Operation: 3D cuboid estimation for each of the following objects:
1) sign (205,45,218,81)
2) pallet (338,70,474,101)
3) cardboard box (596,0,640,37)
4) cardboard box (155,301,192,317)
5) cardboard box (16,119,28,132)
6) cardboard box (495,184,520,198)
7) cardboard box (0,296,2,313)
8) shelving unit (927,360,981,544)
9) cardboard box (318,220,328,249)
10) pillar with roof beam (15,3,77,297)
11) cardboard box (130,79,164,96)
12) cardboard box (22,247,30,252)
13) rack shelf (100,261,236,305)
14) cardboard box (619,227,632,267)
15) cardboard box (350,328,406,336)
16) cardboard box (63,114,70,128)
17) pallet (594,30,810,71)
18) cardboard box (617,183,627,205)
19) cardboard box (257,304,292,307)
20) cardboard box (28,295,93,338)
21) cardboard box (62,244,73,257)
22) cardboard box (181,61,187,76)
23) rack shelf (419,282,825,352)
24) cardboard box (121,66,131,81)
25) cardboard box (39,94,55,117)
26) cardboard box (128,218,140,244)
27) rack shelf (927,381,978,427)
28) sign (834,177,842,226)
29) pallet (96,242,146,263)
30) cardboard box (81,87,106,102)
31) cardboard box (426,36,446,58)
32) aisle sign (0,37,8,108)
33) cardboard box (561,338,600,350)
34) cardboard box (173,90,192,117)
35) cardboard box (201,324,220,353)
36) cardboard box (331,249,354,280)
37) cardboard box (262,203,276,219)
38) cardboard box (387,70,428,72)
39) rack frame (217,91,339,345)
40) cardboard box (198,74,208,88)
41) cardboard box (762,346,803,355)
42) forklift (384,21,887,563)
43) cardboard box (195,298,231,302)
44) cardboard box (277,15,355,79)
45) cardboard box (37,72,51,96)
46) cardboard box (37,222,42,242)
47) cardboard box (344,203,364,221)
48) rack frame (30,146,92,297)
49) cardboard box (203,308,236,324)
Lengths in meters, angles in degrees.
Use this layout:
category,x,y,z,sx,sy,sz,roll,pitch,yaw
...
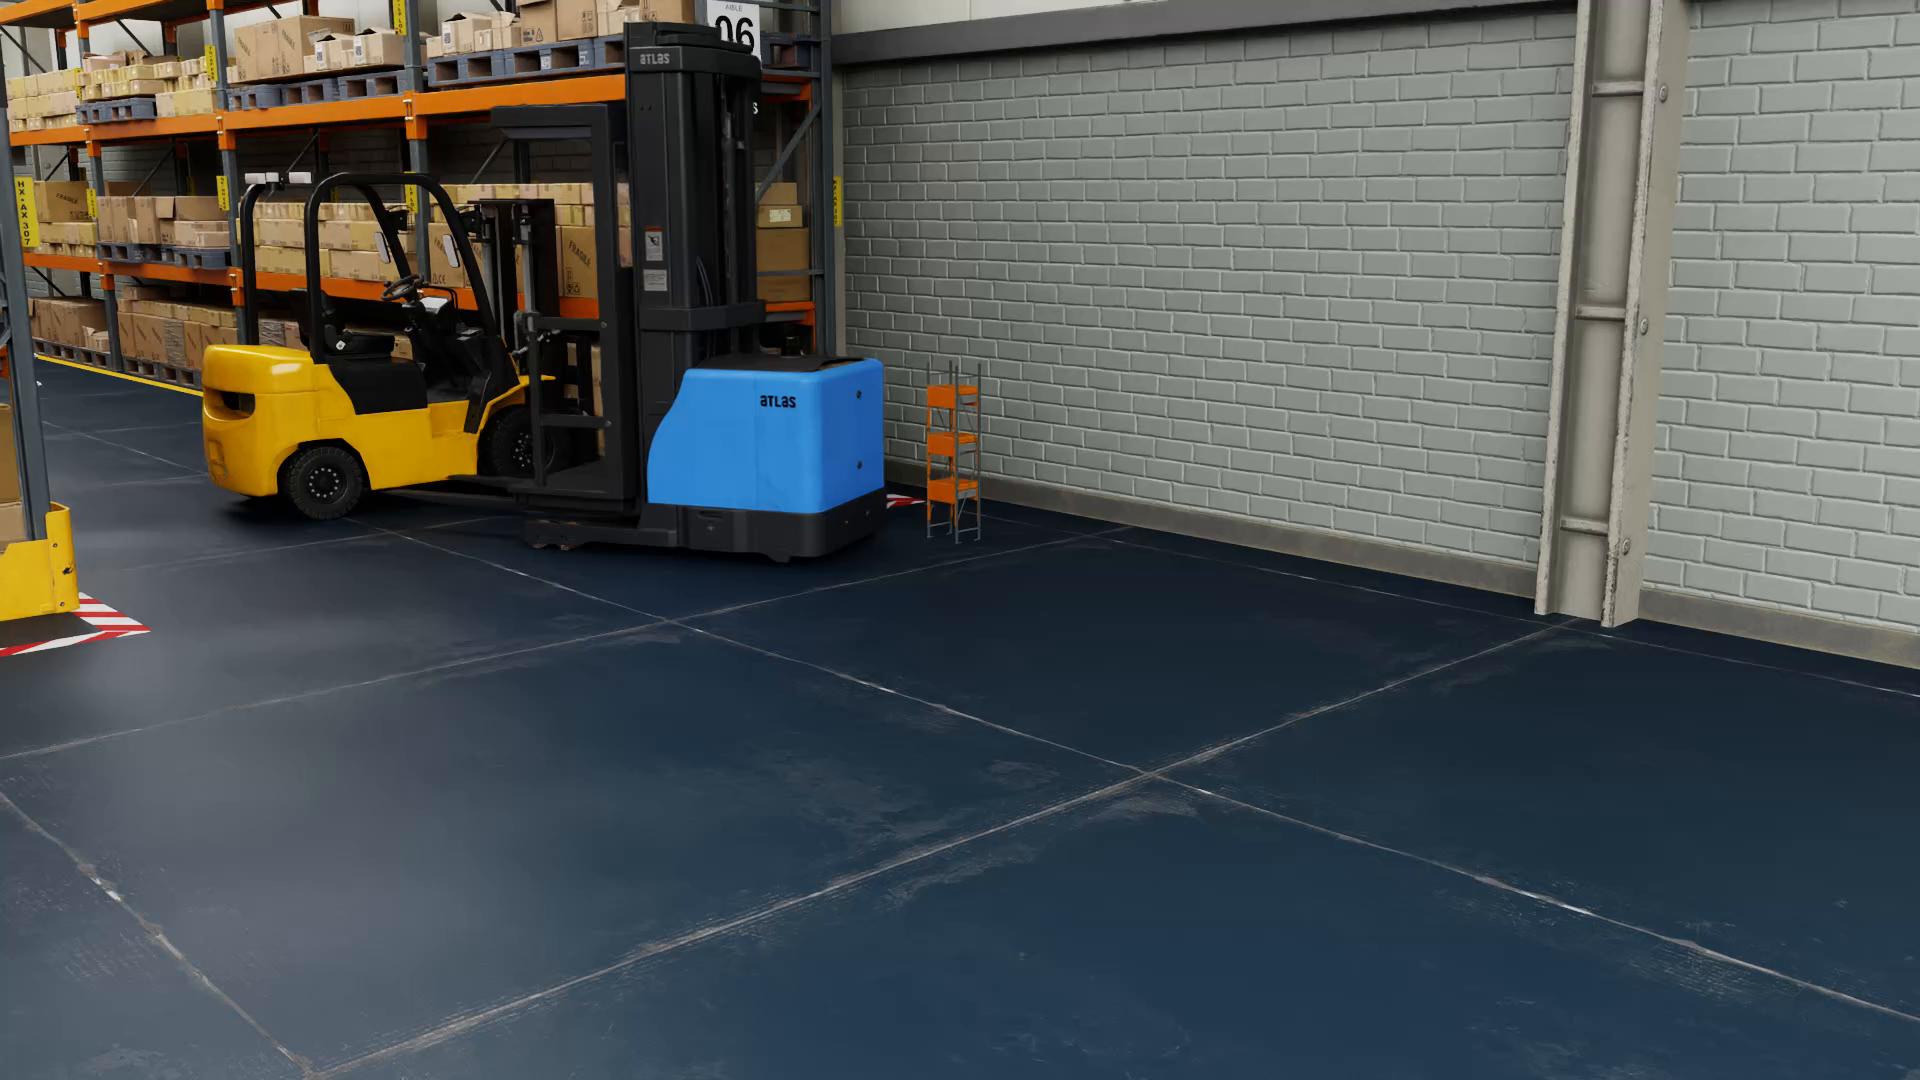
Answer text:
category,x,y,z,sx,sy,sz,roll,pitch,yaw
sign,-7.167,-4.566,15.926,0.100,0.325,0.005,-11,16,-43
pallet,-4.630,-3.838,14.145,1.217,0.209,0.805,11,16,43
cardboard box,-2.216,-3.525,11.199,0.396,0.266,0.258,-11,16,-42
cardboard box,-8.703,-2.567,18.485,0.380,0.149,0.250,-11,16,-43
cardboard box,-11.598,-5.191,20.865,0.380,0.149,0.250,-11,16,-43
cardboard box,-3.275,-2.612,12.564,0.380,0.149,0.250,-11,16,-43
cardboard box,-4.963,-1.362,8.102,0.500,0.500,0.500,-11,16,-43
shelving unit,-0.037,-0.522,9.843,0.215,1.050,0.252,-11,16,-43
cardboard box,-5.579,-2.768,15.048,0.500,0.250,0.500,-11,16,-42
pillar with roof beam,-16.622,-6.944,21.315,9.100,9.000,0.400,-11,16,-43
cardboard box,-8.537,-4.784,17.597,0.380,0.149,0.250,-10,16,-41
cardboard box,-12.061,-3.847,21.771,0.380,0.149,0.250,-10,16,-41
rack shelf,-8.155,-2.859,18.135,1.077,0.370,4.000,-11,16,-43
cardboard box,-2.130,-1.913,11.514,0.500,0.500,0.500,-10,15,-41
cardboard box,-4.910,-1.567,14.927,0.875,0.625,0.625,-11,16,-43
cardboard box,-10.344,-4.937,19.629,0.380,0.149,0.250,-10,15,-41
pallet,-1.718,-3.284,11.204,1.003,0.211,1.213,-11,16,-43
cardboard box,-2.160,-2.399,11.532,0.380,0.149,0.250,-11,16,-42
cardboard box,-7.423,-2.458,17.954,0.250,0.149,0.380,11,16,43
cardboard box,-11.944,-2.967,22.025,0.637,0.503,0.797,11,16,43
cardboard box,-10.690,-3.536,20.263,0.380,0.149,0.250,-11,16,-43
cardboard box,-7.696,-4.792,16.952,0.380,0.149,0.250,-11,16,-43
rack shelf,-2.630,-1.691,12.468,1.077,0.370,4.000,-11,16,-43
cardboard box,-8.707,-4.966,17.745,0.380,0.149,0.250,-11,16,-42
cardboard box,-10.762,-5.230,20.066,0.500,0.250,0.500,-10,16,-41
cardboard box,-8.854,-3.386,18.207,0.396,0.266,0.258,-10,15,-40
rack shelf,-0.037,-0.790,9.788,0.215,0.259,0.240,-11,16,-43
sign,-0.843,-2.291,11.255,0.100,0.325,0.005,-11,16,-43
pallet,-9.063,-3.277,18.859,1.003,0.211,1.213,-11,16,-43
cardboard box,-9.617,-5.004,18.669,0.380,0.149,0.250,-11,16,-42
cardboard box,-3.921,-3.828,12.959,0.380,0.149,0.250,-10,16,-41
aisle sign,-4.569,-2.367,7.522,0.394,0.787,0.004,-11,16,-43
cardboard box,-2.850,-1.345,12.301,0.500,0.250,0.500,-11,16,-44
cardboard box,-7.651,-4.429,16.913,0.500,0.250,0.500,-11,16,-42
cardboard box,-7.559,-2.007,17.372,0.500,0.500,0.500,-11,16,-43
cardboard box,-5.220,-2.448,14.732,0.500,0.250,0.500,-11,16,-42
cardboard box,-6.385,-3.125,15.792,0.380,0.149,0.250,-10,16,-41
cardboard box,-4.715,-4.107,14.313,0.380,0.149,0.250,-11,16,-43
rack frame,-6.774,-2.919,16.646,1.000,3.000,0.127,-11,16,-43
cardboard box,-7.357,-4.569,16.603,0.250,0.149,0.380,11,16,44
cardboard box,-1.444,-1.197,11.582,0.500,0.250,0.500,-11,16,-43
forklift,-2.010,-1.469,9.780,3.031,2.935,1.130,4,12,20
cardboard box,-8.518,-2.683,19.046,0.250,0.149,0.380,11,16,42
cardboard box,-5.747,-4.404,14.882,0.500,0.500,0.500,-10,16,-41
cardboard box,-10.759,-5.477,20.024,0.500,0.250,0.500,-11,16,-42
cardboard box,-11.479,-3.908,21.081,0.500,0.250,0.500,-11,16,-44
cardboard box,-5.143,-2.866,14.533,0.250,0.149,0.380,11,16,44
rack frame,-12.298,-4.087,22.313,1.000,3.000,0.127,-11,16,-43
cardboard box,-7.659,-2.335,17.358,0.250,0.149,0.380,11,16,43
